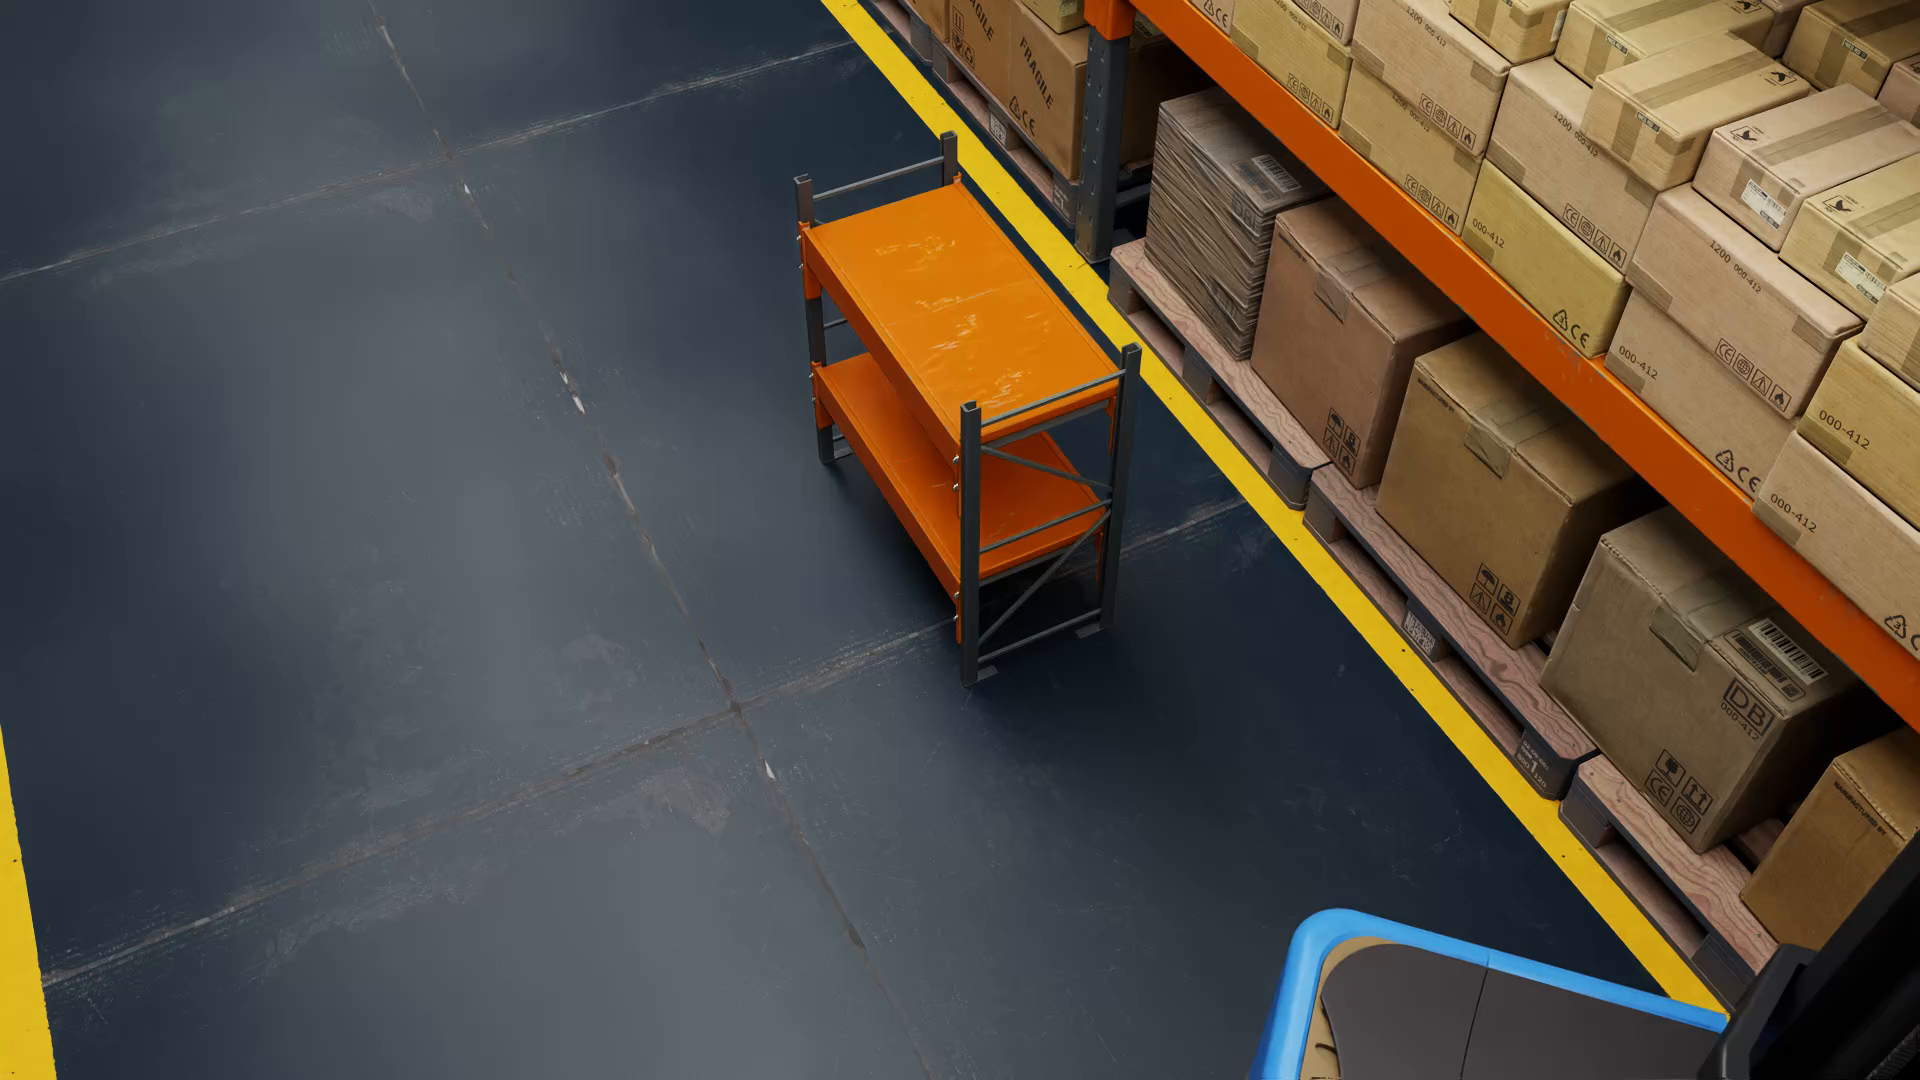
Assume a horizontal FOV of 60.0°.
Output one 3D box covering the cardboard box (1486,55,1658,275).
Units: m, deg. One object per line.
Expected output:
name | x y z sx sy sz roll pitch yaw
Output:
cardboard box | 1.592 -0.917 3.827 0.500 0.250 0.500 -20 52 -17

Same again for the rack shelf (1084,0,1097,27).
rack shelf | -0.017 -3.310 6.630 1.077 0.370 4.000 -21 52 -18

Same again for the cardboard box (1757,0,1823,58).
cardboard box | 1.946 -1.286 3.884 0.380 0.149 0.250 -20 52 -17

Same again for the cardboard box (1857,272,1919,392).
cardboard box | 1.937 -0.408 3.117 0.380 0.149 0.250 -23 53 -19

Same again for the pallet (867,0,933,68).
pallet | 0.036 -2.618 7.400 1.003 0.211 1.213 -21 52 -18

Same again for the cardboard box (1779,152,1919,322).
cardboard box | 1.873 -0.605 3.289 0.380 0.149 0.250 -22 52 -18

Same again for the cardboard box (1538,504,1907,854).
cardboard box | 2.131 0.245 4.341 0.875 0.625 0.625 -22 52 -18

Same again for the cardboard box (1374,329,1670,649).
cardboard box | 1.785 -0.257 4.781 0.875 0.625 0.625 -23 53 -19

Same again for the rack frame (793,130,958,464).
rack frame | -0.236 -0.715 5.128 0.500 1.125 0.032 -21 52 -18

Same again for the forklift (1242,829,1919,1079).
forklift | 1.938 1.133 2.312 3.031 2.935 1.130 14 50 12

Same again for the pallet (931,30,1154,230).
pallet | 0.590 -1.803 6.687 1.003 0.211 1.213 -21 52 -18

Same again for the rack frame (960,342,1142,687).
rack frame | 0.230 -0.035 4.533 0.500 1.125 0.032 -21 52 -18

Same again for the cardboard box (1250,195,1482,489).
cardboard box | 1.477 -0.708 5.175 0.875 0.625 0.625 -20 52 -16

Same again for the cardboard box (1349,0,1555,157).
cardboard box | 1.335 -1.250 4.118 0.500 0.250 0.500 -22 53 -18

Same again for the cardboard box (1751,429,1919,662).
cardboard box | 2.030 -0.063 3.412 0.500 0.250 0.500 -21 52 -18

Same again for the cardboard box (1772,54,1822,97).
cardboard box | 2.036 -1.101 3.988 0.500 0.250 0.500 -22 52 -18

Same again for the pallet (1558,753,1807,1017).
pallet | 2.357 0.907 4.316 1.003 0.211 1.213 -21 52 -18

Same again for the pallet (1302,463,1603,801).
pallet | 1.794 0.090 5.031 1.003 0.211 1.213 -21 52 -18

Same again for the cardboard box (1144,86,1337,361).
cardboard box | 1.171 -1.142 5.555 0.875 0.625 0.625 -20 52 -16

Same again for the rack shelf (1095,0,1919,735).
rack shelf | 1.813 -0.633 4.289 1.077 0.370 4.000 -21 52 -18

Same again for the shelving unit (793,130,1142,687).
shelving unit | -0.003 -0.375 4.831 0.538 1.125 1.048 -21 52 -18

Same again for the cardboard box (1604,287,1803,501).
cardboard box | 1.830 -0.406 3.712 0.500 0.250 0.500 -21 52 -17

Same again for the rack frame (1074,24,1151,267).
rack frame | 0.898 -2.208 5.188 1.000 3.000 0.127 -21 52 -18

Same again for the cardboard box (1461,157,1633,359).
cardboard box | 1.587 -0.749 4.012 0.500 0.250 0.500 -20 52 -16

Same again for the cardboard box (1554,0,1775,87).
cardboard box | 1.587 -1.139 3.756 0.380 0.149 0.250 -21 52 -18

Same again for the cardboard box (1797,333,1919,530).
cardboard box | 2.035 -0.229 3.225 0.500 0.250 0.500 -22 53 -18

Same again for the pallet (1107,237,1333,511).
pallet | 1.240 -0.726 5.744 1.003 0.211 1.213 -21 52 -18

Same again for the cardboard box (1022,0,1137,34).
cardboard box | 0.447 -1.980 5.940 0.380 0.149 0.250 -24 53 -19

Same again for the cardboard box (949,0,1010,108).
cardboard box | 0.294 -2.071 6.450 0.500 0.500 0.500 -22 52 -18

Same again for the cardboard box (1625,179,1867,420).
cardboard box | 1.806 -0.573 3.526 0.500 0.250 0.500 -20 52 -17

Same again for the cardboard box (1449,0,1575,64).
cardboard box | 1.382 -1.280 3.879 0.380 0.149 0.250 -20 52 -17

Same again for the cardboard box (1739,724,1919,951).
cardboard box | 2.480 0.767 3.885 0.875 0.625 0.625 -19 52 -16

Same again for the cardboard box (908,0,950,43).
cardboard box | 0.052 -2.420 6.756 0.500 0.500 0.500 -19 52 -16

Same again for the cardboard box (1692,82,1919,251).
cardboard box | 1.764 -0.775 3.437 0.380 0.149 0.250 -21 52 -17

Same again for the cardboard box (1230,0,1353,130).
cardboard box | 1.109 -1.439 4.616 0.500 0.250 0.500 -22 52 -18

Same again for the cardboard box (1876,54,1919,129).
cardboard box | 2.222 -0.958 3.598 0.380 0.149 0.250 -22 52 -18

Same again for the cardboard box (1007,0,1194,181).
cardboard box | 0.513 -1.732 6.154 0.500 0.500 0.500 -20 52 -16

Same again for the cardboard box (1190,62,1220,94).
cardboard box | 0.954 -1.902 6.302 0.500 0.500 0.500 -19 52 -16

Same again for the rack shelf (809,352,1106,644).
rack shelf | -0.003 -0.214 5.015 0.538 0.278 1.000 -21 52 -18

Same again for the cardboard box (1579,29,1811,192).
cardboard box | 1.573 -0.925 3.569 0.380 0.149 0.250 -22 53 -18

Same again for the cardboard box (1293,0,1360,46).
cardboard box | 1.112 -1.607 4.430 0.500 0.250 0.500 -20 52 -16

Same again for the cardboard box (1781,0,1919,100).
cardboard box | 2.102 -1.123 3.742 0.380 0.149 0.250 -21 52 -17

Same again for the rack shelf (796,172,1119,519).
rack shelf | -0.003 -0.568 4.610 0.538 0.278 1.000 -21 52 -18

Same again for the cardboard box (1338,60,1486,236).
cardboard box | 1.351 -1.097 4.316 0.500 0.250 0.500 -23 53 -19

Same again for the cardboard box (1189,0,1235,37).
cardboard box | 0.884 -1.778 4.912 0.500 0.250 0.500 -21 52 -17
